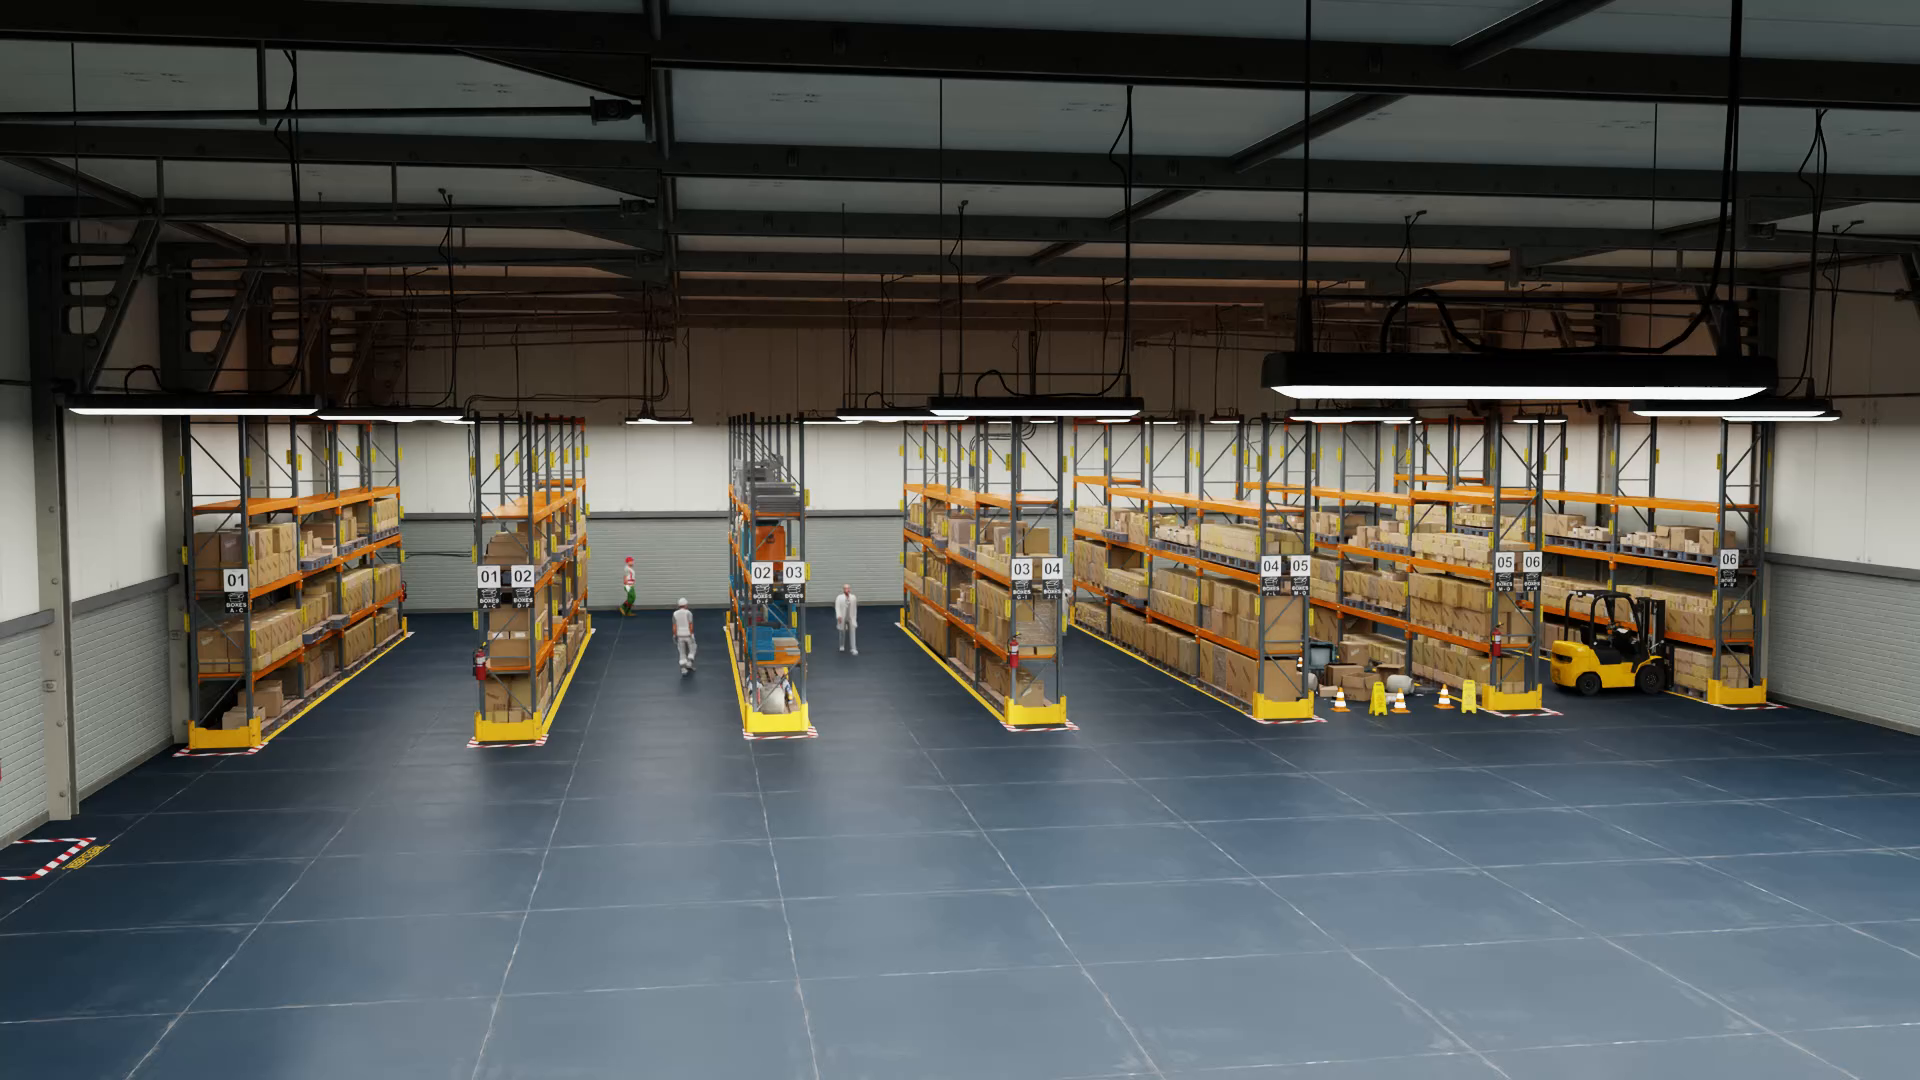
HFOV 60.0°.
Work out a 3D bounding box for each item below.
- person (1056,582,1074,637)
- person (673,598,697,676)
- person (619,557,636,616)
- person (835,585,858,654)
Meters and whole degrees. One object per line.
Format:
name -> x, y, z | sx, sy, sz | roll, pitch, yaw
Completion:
person -> 2.774, 1.875, 45.017 | 0.647, 1.581, 0.748 | 0, 4, 2
person -> -6.346, 2.227, 38.266 | 0.578, 1.781, 0.514 | 0, 4, 1
person -> -10.026, 1.405, 50.124 | 0.499, 1.789, 0.581 | -1, 4, -7
person -> -2.856, 1.985, 41.874 | 0.579, 1.714, 1.129 | -1, 4, -14
